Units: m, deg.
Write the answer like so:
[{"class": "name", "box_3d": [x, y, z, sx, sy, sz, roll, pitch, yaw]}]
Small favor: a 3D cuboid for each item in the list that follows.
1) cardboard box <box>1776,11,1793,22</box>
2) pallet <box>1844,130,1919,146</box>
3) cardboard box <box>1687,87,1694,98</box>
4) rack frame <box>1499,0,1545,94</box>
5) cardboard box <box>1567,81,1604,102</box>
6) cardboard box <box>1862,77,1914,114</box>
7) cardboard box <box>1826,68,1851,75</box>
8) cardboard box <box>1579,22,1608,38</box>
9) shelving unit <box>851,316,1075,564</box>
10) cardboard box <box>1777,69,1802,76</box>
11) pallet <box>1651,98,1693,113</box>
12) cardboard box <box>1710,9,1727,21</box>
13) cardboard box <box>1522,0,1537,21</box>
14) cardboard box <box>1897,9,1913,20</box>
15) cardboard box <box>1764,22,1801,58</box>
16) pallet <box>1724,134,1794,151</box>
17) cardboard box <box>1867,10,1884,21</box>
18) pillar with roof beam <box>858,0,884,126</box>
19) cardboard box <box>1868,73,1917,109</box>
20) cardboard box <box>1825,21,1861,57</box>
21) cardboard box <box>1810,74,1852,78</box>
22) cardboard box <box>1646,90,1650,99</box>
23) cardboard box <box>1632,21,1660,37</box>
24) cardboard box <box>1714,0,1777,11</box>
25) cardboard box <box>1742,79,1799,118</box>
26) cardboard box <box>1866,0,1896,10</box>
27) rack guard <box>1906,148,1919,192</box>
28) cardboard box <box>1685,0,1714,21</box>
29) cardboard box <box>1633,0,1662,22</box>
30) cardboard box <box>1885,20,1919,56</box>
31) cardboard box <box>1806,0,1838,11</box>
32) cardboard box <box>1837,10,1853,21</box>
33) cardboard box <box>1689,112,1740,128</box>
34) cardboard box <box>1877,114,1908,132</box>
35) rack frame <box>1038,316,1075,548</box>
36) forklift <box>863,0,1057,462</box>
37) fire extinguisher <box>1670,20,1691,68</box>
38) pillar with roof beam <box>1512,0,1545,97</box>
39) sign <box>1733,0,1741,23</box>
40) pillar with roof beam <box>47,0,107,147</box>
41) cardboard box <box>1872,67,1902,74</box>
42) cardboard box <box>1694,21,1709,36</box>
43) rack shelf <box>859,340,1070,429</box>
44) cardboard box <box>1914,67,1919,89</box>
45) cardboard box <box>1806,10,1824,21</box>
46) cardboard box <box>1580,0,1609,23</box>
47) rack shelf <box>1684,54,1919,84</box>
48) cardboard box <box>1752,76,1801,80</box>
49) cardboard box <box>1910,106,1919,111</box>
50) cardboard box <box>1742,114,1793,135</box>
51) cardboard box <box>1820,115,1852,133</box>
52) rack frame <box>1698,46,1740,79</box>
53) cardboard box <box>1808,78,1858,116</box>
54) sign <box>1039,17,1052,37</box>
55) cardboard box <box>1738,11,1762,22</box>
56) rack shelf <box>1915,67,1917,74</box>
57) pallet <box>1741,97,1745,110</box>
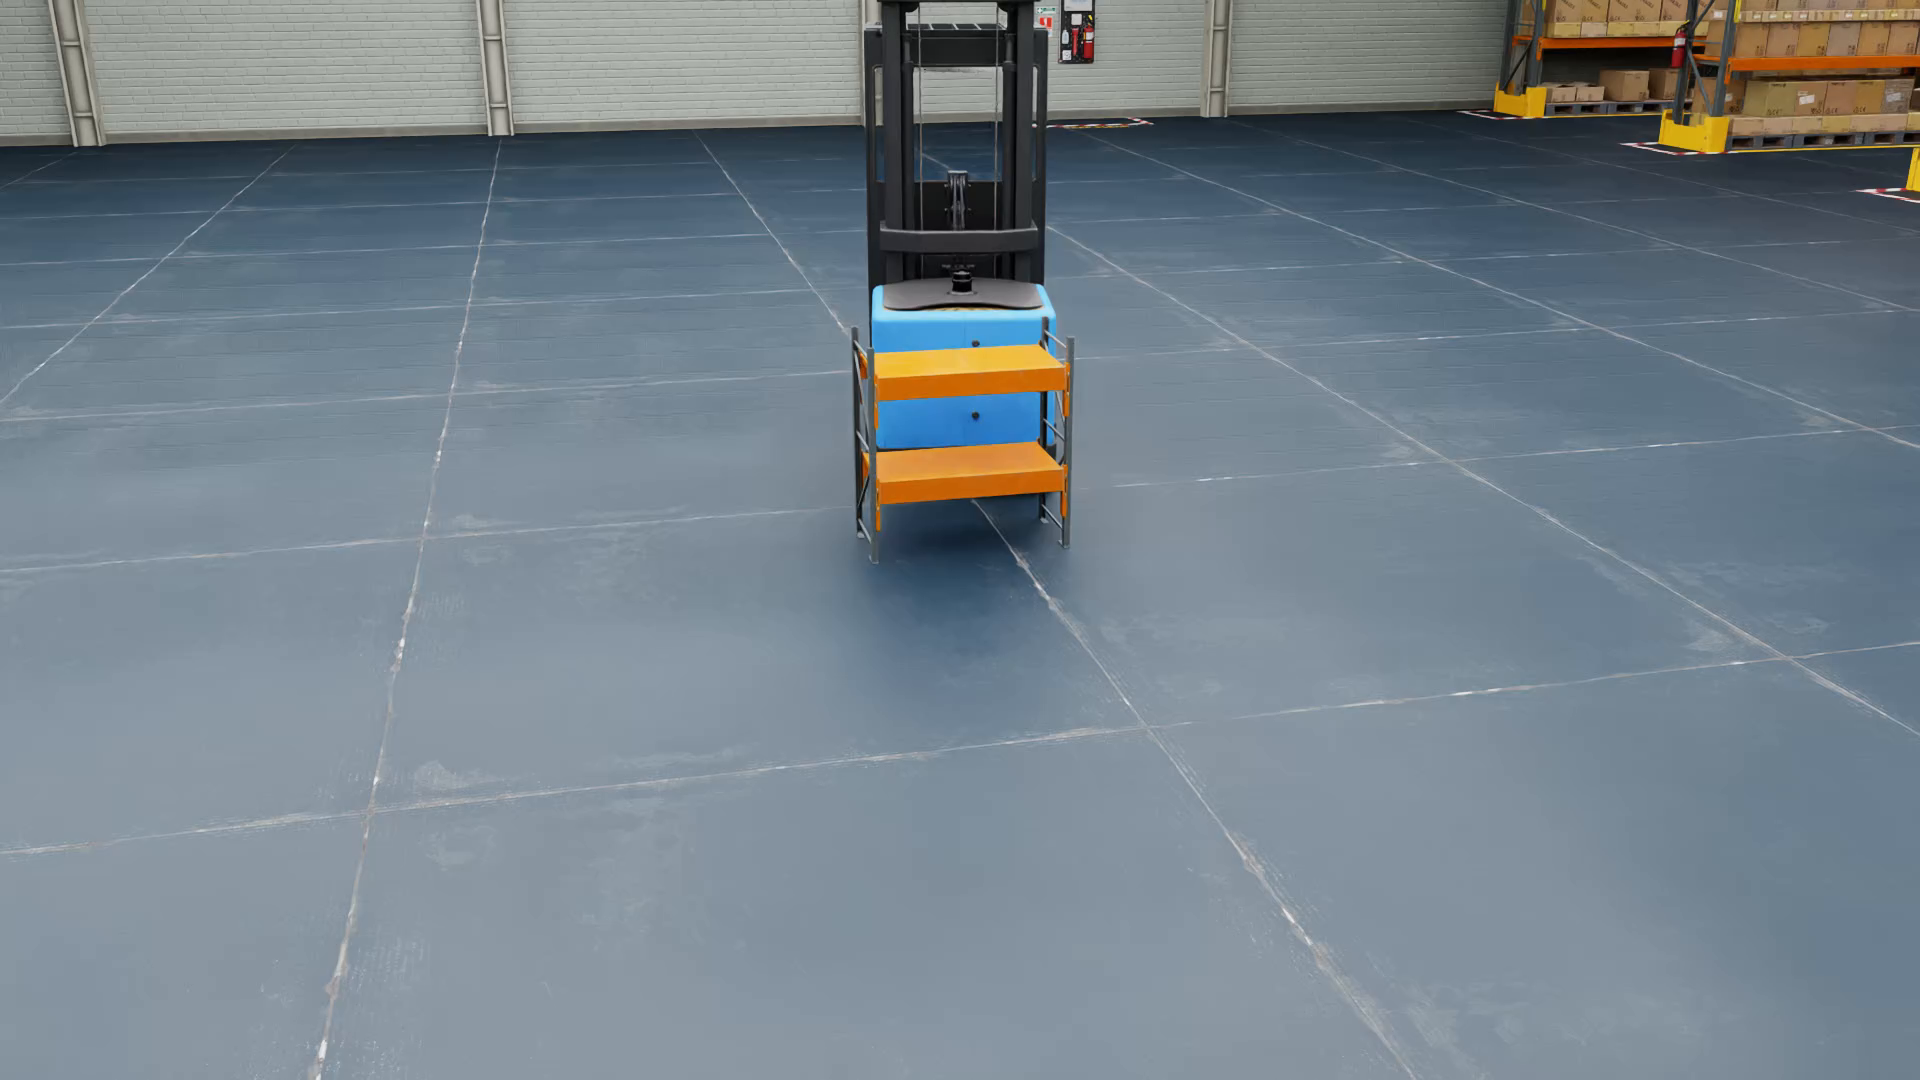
[{"class": "cardboard box", "box_3d": [11.842, -7.610, 24.140, 0.250, 0.149, 0.380, -5, 21, -12]}, {"class": "pallet", "box_3d": [14.020, -6.217, 25.479, 1.213, 0.211, 1.003, -5, 21, -12]}, {"class": "cardboard box", "box_3d": [13.147, -8.057, 29.927, 0.250, 0.166, 0.380, -7, 21, -20]}, {"class": "rack frame", "box_3d": [9.768, -8.916, 28.794, 0.127, 3.000, 1.000, -5, 21, -12]}, {"class": "cardboard box", "box_3d": [11.017, -7.930, 29.371, 0.500, 0.311, 0.500, -3, 20, -8]}, {"class": "cardboard box", "box_3d": [13.914, -6.688, 25.007, 0.500, 0.500, 0.500, -5, 21, -12]}, {"class": "cardboard box", "box_3d": [15.859, -8.457, 30.536, 0.500, 0.500, 0.700, -5, 21, -13]}, {"class": "cardboard box", "box_3d": [10.818, -8.833, 28.757, 0.500, 0.250, 0.500, -5, 21, -14]}, {"class": "shelving unit", "box_3d": [0.007, -0.529, 8.623, 1.048, 1.125, 0.538, -5, 21, -12]}, {"class": "cardboard box", "box_3d": [14.864, -8.387, 30.345, 0.500, 0.500, 0.700, -5, 21, -14]}, {"class": "pallet", "box_3d": [13.015, -7.859, 29.961, 1.213, 0.211, 1.003, -5, 21, -12]}, {"class": "cardboard box", "box_3d": [11.239, -7.704, 24.396, 0.250, 0.149, 0.380, -5, 21, -13]}, {"class": "cardboard box", "box_3d": [10.178, -9.316, 28.984, 0.500, 0.500, 0.500, -5, 21, -13]}, {"class": "cardboard box", "box_3d": [13.838, -7.772, 24.581, 0.250, 0.149, 0.380, -5, 21, -13]}, {"class": "cardboard box", "box_3d": [11.879, -7.381, 24.458, 0.500, 0.500, 0.700, -4, 21, -11]}, {"class": "pallet", "box_3d": [11.646, -6.024, 24.952, 1.213, 0.211, 1.003, -5, 21, -12]}, {"class": "cardboard box", "box_3d": [13.353, -7.733, 24.476, 0.250, 0.149, 0.380, -4, 21, -11]}, {"class": "pillar with roof beam", "box_3d": [-0.437, -9.687, 22.177, 0.400, 9.000, 9.100, -5, 21, -12]}, {"class": "cardboard box", "box_3d": [14.281, -6.901, 25.590, 0.500, 0.500, 0.500, -5, 21, -12]}, {"class": "cardboard box", "box_3d": [12.875, -7.461, 24.677, 0.500, 0.500, 0.700, -4, 21, -11]}, {"class": "cardboard box", "box_3d": [13.308, -6.822, 25.374, 0.500, 0.500, 0.500, -5, 21, -12]}, {"class": "cardboard box", "box_3d": [12.099, -7.981, 29.746, 0.250, 0.149, 0.380, -6, 21, -17]}, {"class": "cardboard box", "box_3d": [11.807, -8.911, 28.969, 0.500, 0.250, 0.500, -4, 21, -12]}, {"class": "cardboard box", "box_3d": [11.420, -7.951, 24.129, 0.500, 0.500, 0.700, -5, 21, -12]}, {"class": "cardboard box", "box_3d": [11.971, -6.525, 24.563, 0.500, 0.500, 0.500, -5, 21, -12]}, {"class": "cardboard box", "box_3d": [13.395, -8.114, 24.573, 0.500, 0.500, 0.700, -5, 21, -12]}, {"class": "rack guard", "box_3d": [12.111, -4.448, 20.231, 0.348, 0.500, 1.175, -5, 21, -12]}, {"class": "cardboard box", "box_3d": [12.787, -9.342, 29.054, 0.500, 0.500, 0.500, -5, 21, -13]}, {"class": "cardboard box", "box_3d": [11.789, -9.264, 28.842, 0.500, 0.500, 0.500, -4, 20, -11]}, {"class": "cardboard box", "box_3d": [13.862, -7.541, 24.894, 0.500, 0.500, 0.700, -5, 21, -13]}, {"class": "cardboard box", "box_3d": [12.421, -8.035, 24.357, 0.500, 0.500, 0.700, -5, 21, -12]}, {"class": "cardboard box", "box_3d": [12.839, -7.690, 24.359, 0.250, 0.149, 0.380, -4, 21, -12]}, {"class": "cardboard box", "box_3d": [11.365, -6.306, 25.055, 0.500, 0.250, 0.500, -5, 21, -12]}, {"class": "cardboard box", "box_3d": [13.914, -6.335, 25.134, 0.500, 0.250, 0.500, -5, 21, -12]}, {"class": "rack frame", "box_3d": [0.501, -0.569, 8.732, 0.032, 1.125, 0.500, -5, 21, -12]}, {"class": "forklift", "box_3d": [-0.035, -2.121, 10.342, 1.130, 2.935, 3.031, -1, 20, -2]}, {"class": "fire extinguisher", "box_3d": [10.689, -7.368, 24.681, 0.183, 0.674, 0.296, -5, 21, -12]}, {"class": "pillar with roof beam", "box_3d": [11.241, -10.637, 24.770, 0.400, 9.000, 9.100, -5, 21, -12]}, {"class": "sign", "box_3d": [11.033, -7.516, 23.597, 0.005, 0.325, 0.100, -5, 21, -12]}, {"class": "pillar with roof beam", "box_3d": [-12.115, -8.738, 19.584, 0.400, 9.000, 9.100, -5, 21, -12]}, {"class": "cardboard box", "box_3d": [16.864, -8.508, 30.674, 0.500, 0.500, 0.700, -4, 21, -12]}, {"class": "cardboard box", "box_3d": [12.783, -8.996, 29.201, 0.500, 0.250, 0.500, -5, 21, -12]}, {"class": "rack shelf", "box_3d": [0.007, -0.804, 8.522, 1.000, 0.278, 0.538, -5, 21, -12]}, {"class": "cardboard box", "box_3d": [18.299, -8.752, 30.859, 0.750, 0.750, 0.750, -5, 21, -13]}, {"class": "cardboard box", "box_3d": [12.347, -7.651, 24.252, 0.250, 0.149, 0.380, -5, 21, -14]}, {"class": "cardboard box", "box_3d": [10.785, -9.180, 28.614, 0.500, 0.500, 0.500, -5, 21, -12]}, {"class": "rack shelf", "box_3d": [12.858, -7.079, 24.824, 4.000, 0.370, 1.077, -5, 21, -12]}, {"class": "cardboard box", "box_3d": [12.335, -6.743, 25.157, 0.500, 0.500, 0.500, -5, 21, -12]}, {"class": "cardboard box", "box_3d": [15.141, -6.611, 25.888, 0.500, 0.250, 0.500, -5, 21, -13]}, {"class": "cardboard box", "box_3d": [11.970, -6.173, 24.693, 0.500, 0.250, 0.500, -5, 21, -12]}, {"class": "cardboard box", "box_3d": [12.945, -6.251, 24.904, 0.500, 0.250, 0.500, -5, 21, -12]}, {"class": "rack frame", "box_3d": [13.660, -9.233, 29.659, 0.127, 3.000, 1.000, -5, 21, -12]}, {"class": "cardboard box", "box_3d": [12.945, -6.602, 24.774, 0.500, 0.500, 0.500, -5, 21, -12]}, {"class": "sign", "box_3d": [1.436, -8.611, 27.909, 0.234, 0.329, 0.001, -5, 21, -12]}, {"class": "cardboard box", "box_3d": [11.343, -7.569, 24.028, 0.250, 0.149, 0.380, -5, 21, -13]}, {"class": "rack shelf", "box_3d": [16.750, -7.396, 25.689, 4.000, 0.370, 1.077, -5, 21, -12]}, {"class": "pallet", "box_3d": [14.418, -7.986, 30.308, 1.213, 0.211, 1.003, -5, 21, -12]}]
